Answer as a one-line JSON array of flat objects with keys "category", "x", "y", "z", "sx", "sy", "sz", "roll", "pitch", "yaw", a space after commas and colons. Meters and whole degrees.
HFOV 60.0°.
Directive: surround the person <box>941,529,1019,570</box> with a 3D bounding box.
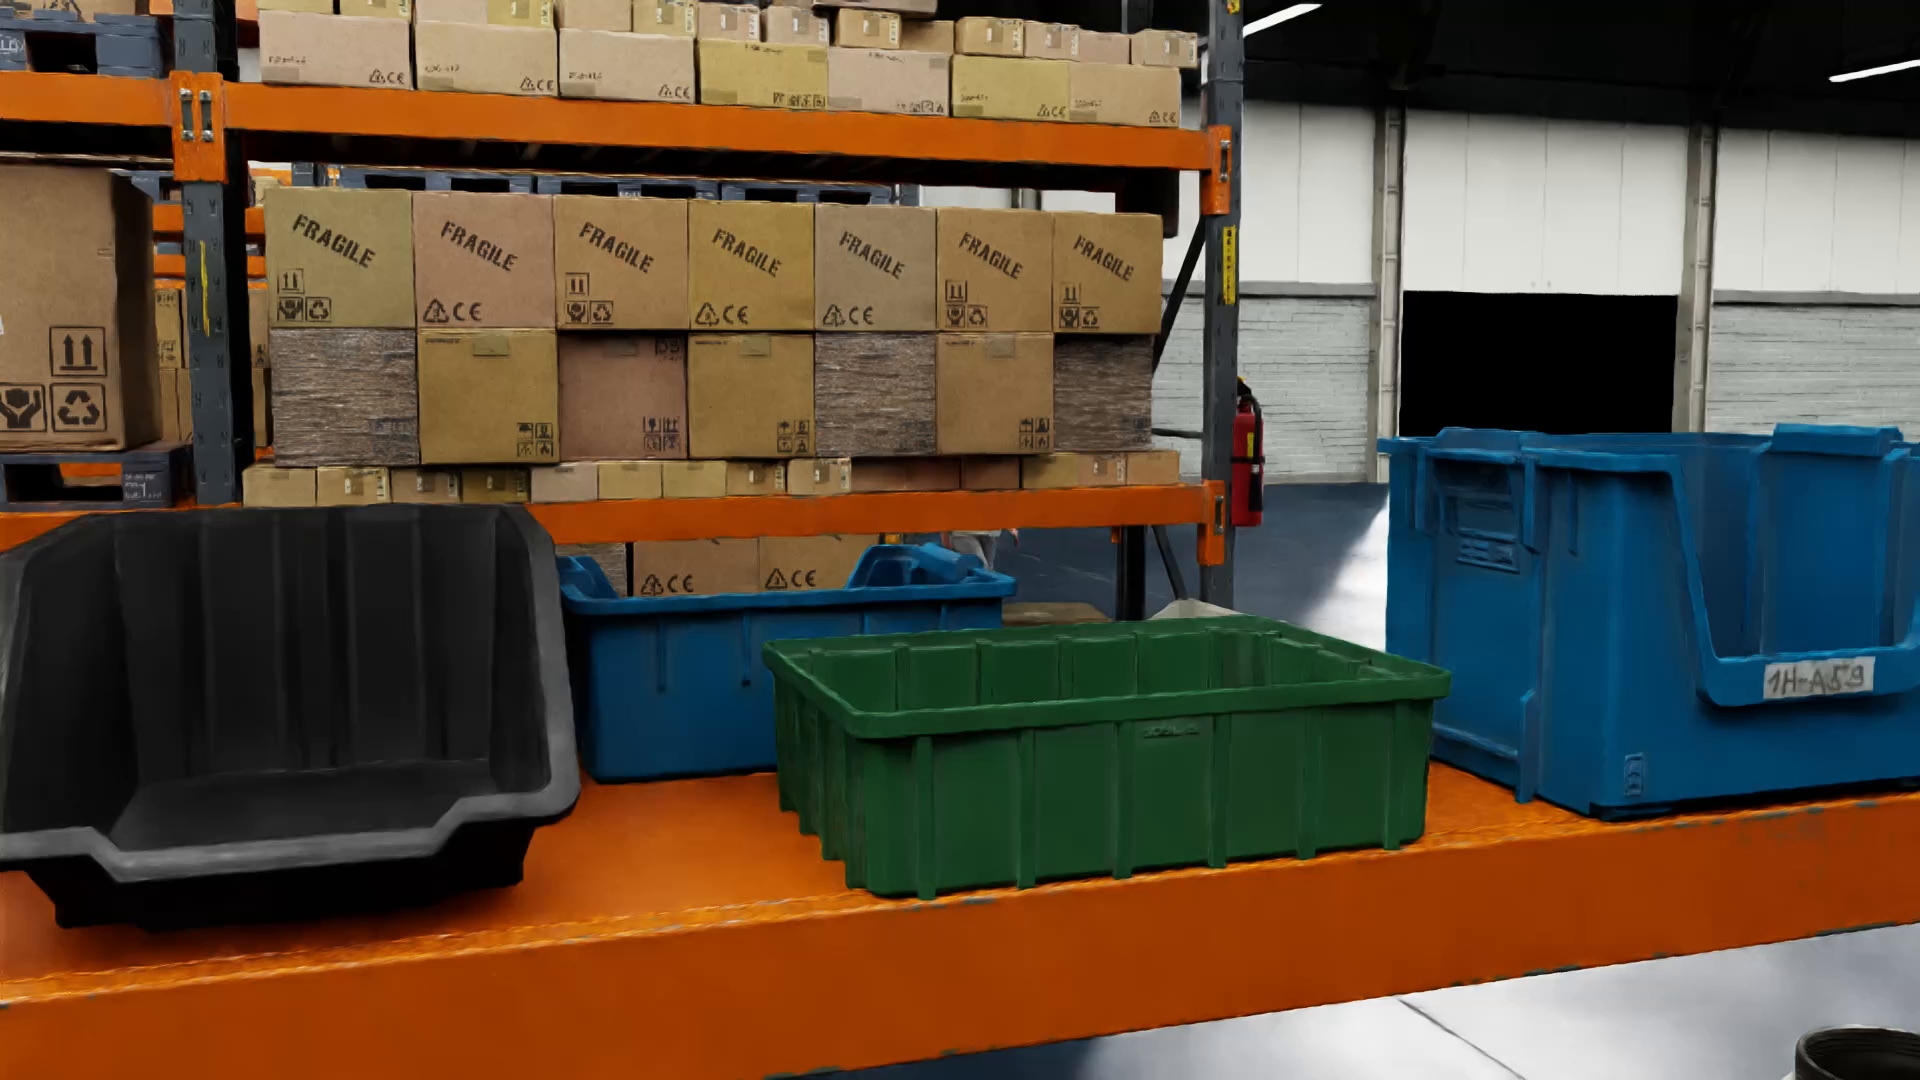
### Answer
[{"category": "person", "x": 0.094, "y": -0.036, "z": 10.115, "sx": 0.486, "sy": 1.549, "sz": 0.831, "roll": -6, "pitch": 8, "yaw": -45}]
